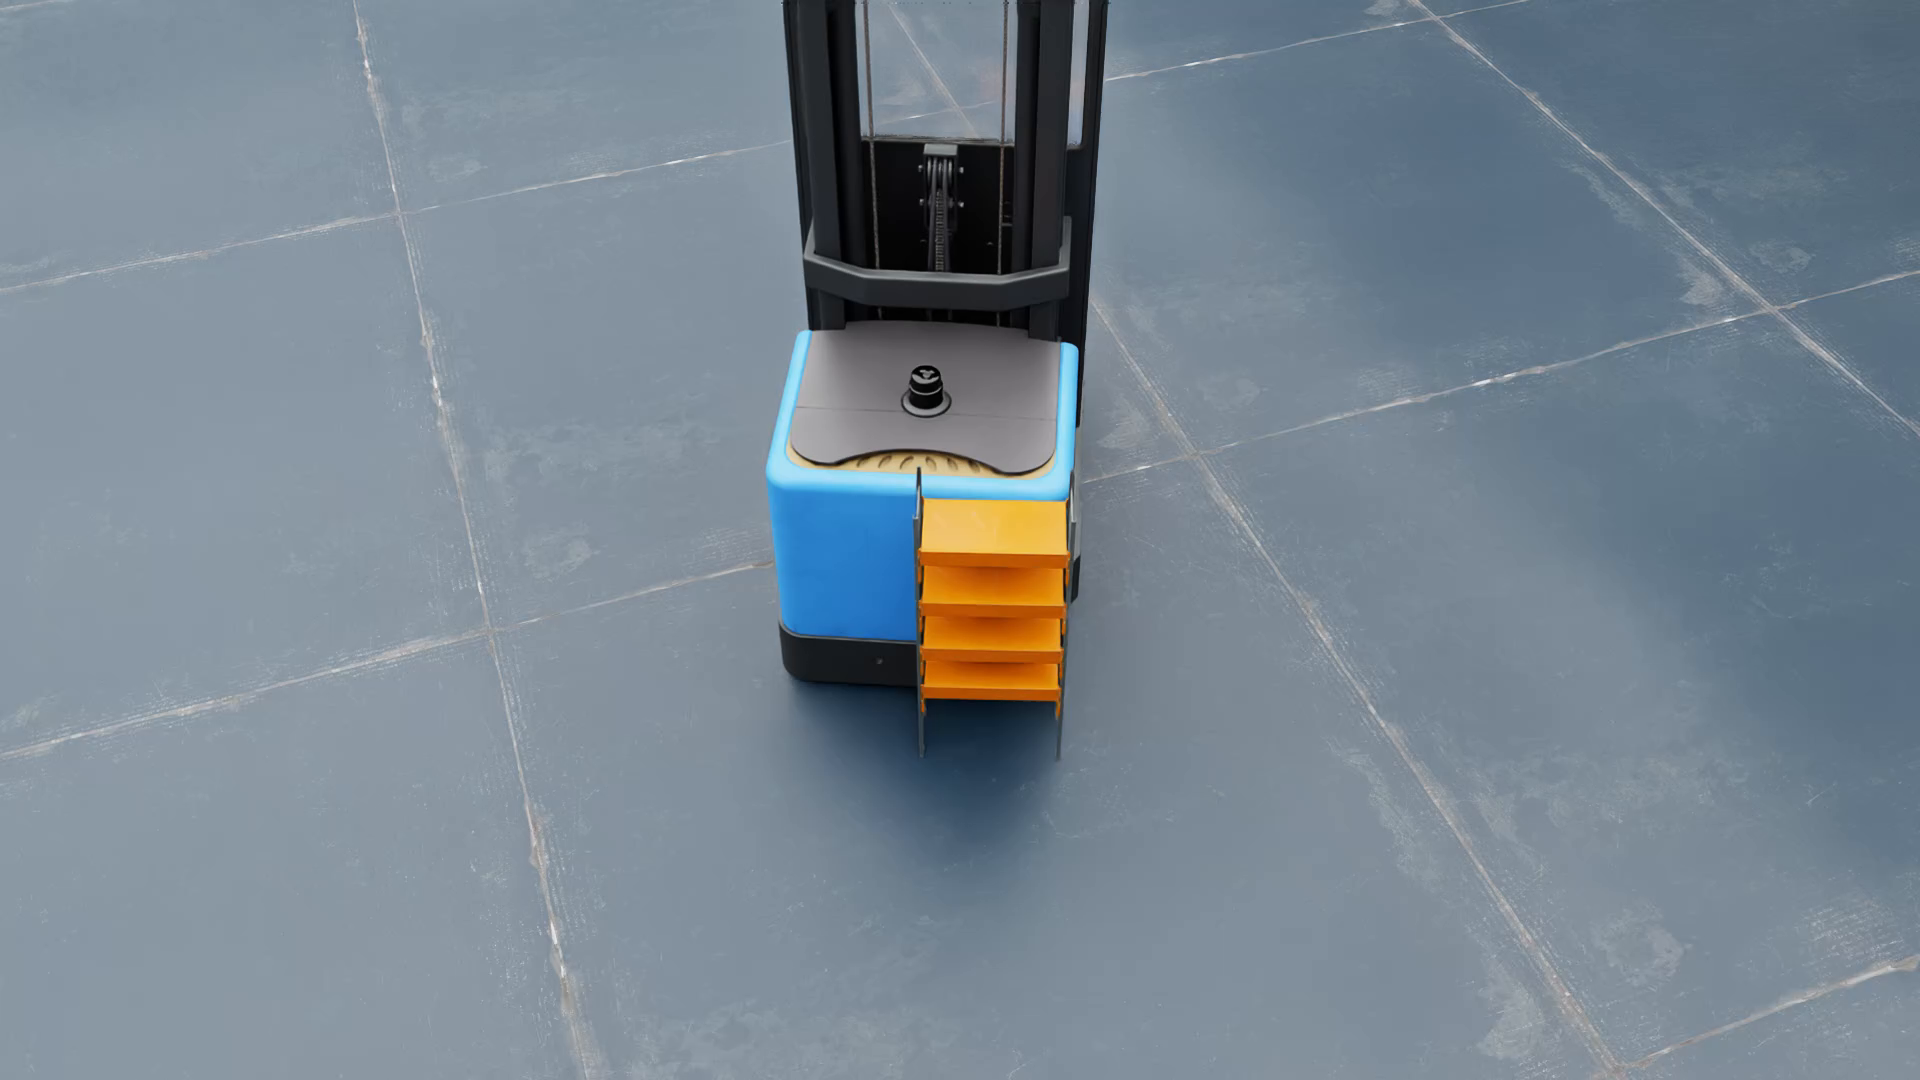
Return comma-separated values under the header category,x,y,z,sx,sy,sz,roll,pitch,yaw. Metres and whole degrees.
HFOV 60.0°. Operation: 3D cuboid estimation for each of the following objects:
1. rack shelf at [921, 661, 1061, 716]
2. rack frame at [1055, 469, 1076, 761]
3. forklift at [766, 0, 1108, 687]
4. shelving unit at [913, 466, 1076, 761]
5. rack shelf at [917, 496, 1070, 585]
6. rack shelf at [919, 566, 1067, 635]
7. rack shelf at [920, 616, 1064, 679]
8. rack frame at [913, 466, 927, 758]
category,x,y,z,sx,sy,sz,roll,pitch,yaw
rack shelf,0.110,0.466,5.814,0.480,0.148,0.258,1,45,1
rack frame,0.353,0.283,5.621,0.015,1.200,0.240,1,45,1
forklift,-0.030,-1.513,6.189,1.130,2.935,3.031,3,45,3
shelving unit,0.110,0.278,5.626,0.503,1.200,0.258,1,45,1
rack shelf,0.110,0.001,5.347,0.480,0.148,0.258,1,45,1
rack shelf,0.110,0.168,5.515,0.480,0.148,0.258,1,45,1
rack shelf,0.110,0.326,5.673,0.480,0.148,0.258,1,45,1
rack frame,-0.134,0.273,5.631,0.015,1.200,0.240,1,45,1
